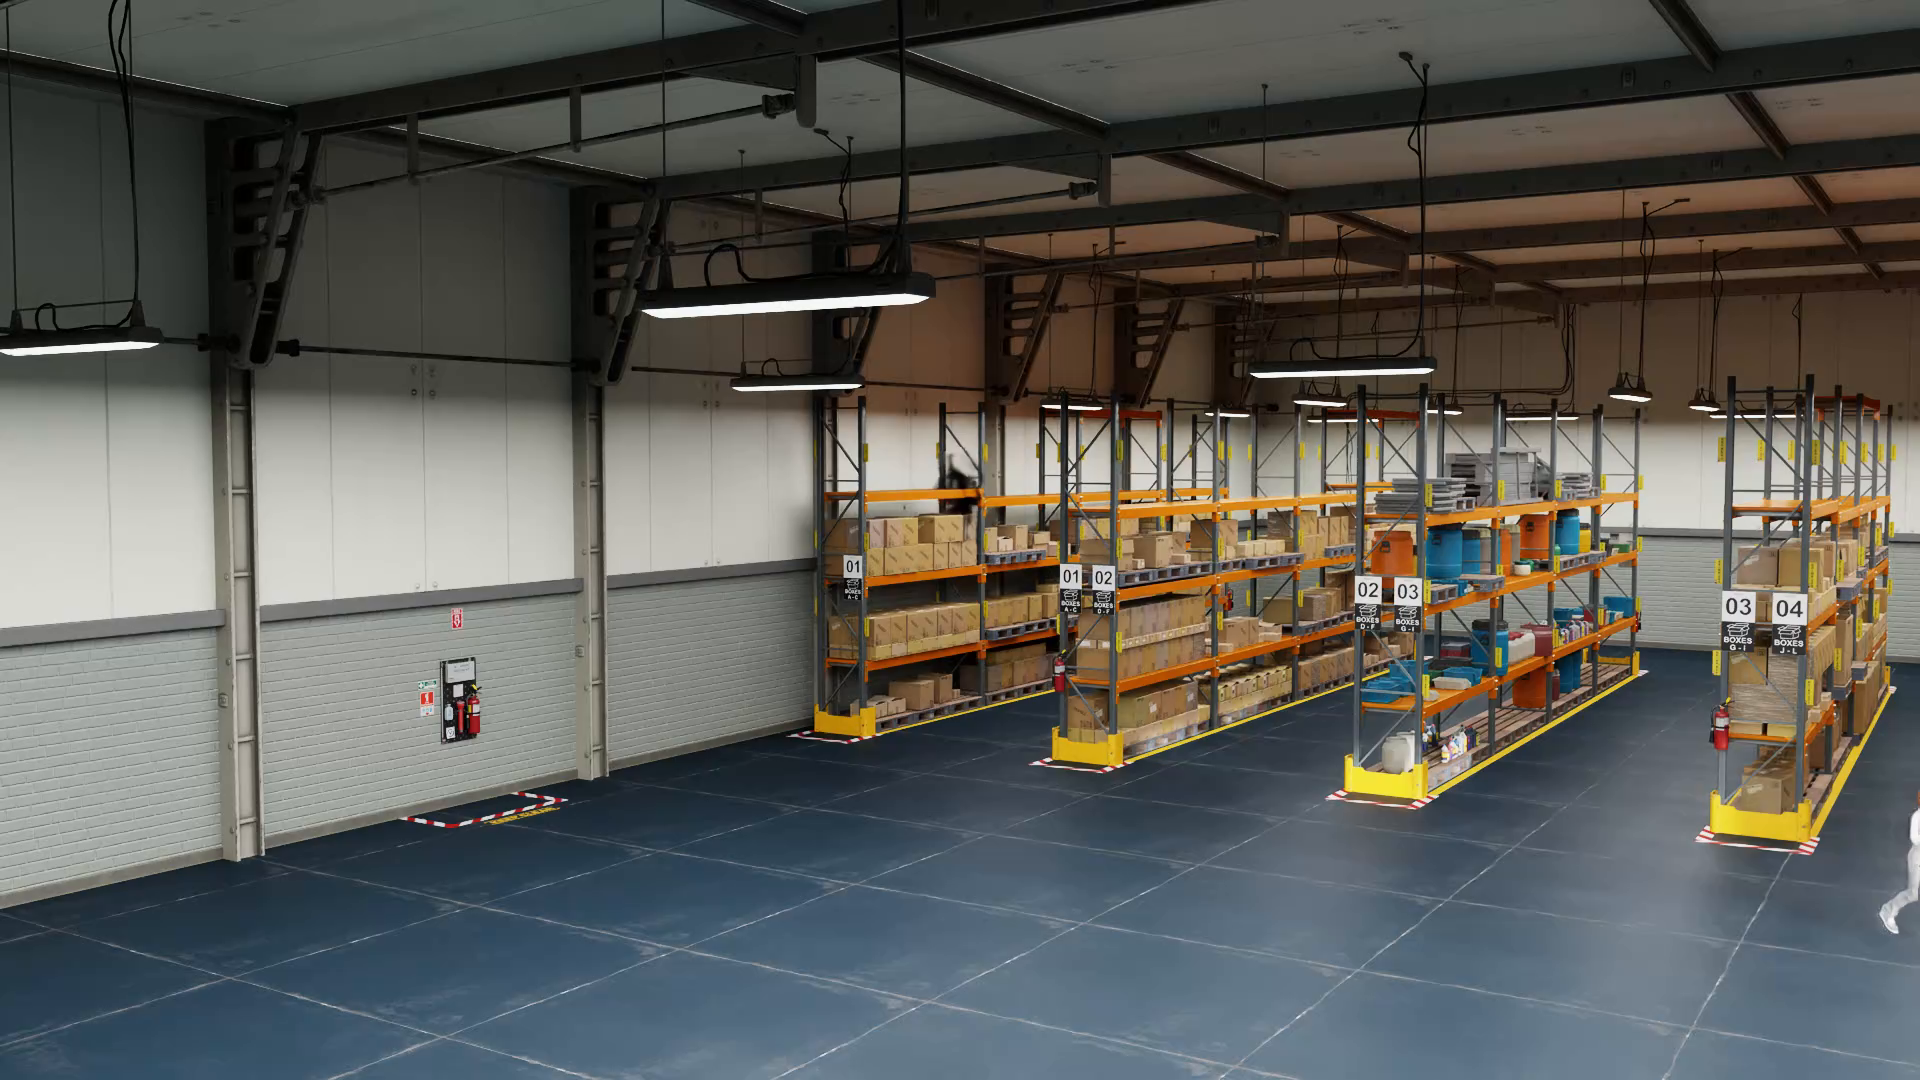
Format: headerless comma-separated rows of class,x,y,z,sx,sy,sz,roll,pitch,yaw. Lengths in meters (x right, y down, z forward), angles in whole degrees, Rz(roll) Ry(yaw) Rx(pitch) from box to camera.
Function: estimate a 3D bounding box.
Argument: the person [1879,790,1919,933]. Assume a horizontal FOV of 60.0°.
person,9.774,3.292,16.882,0.558,1.610,0.837,-1,3,-25
